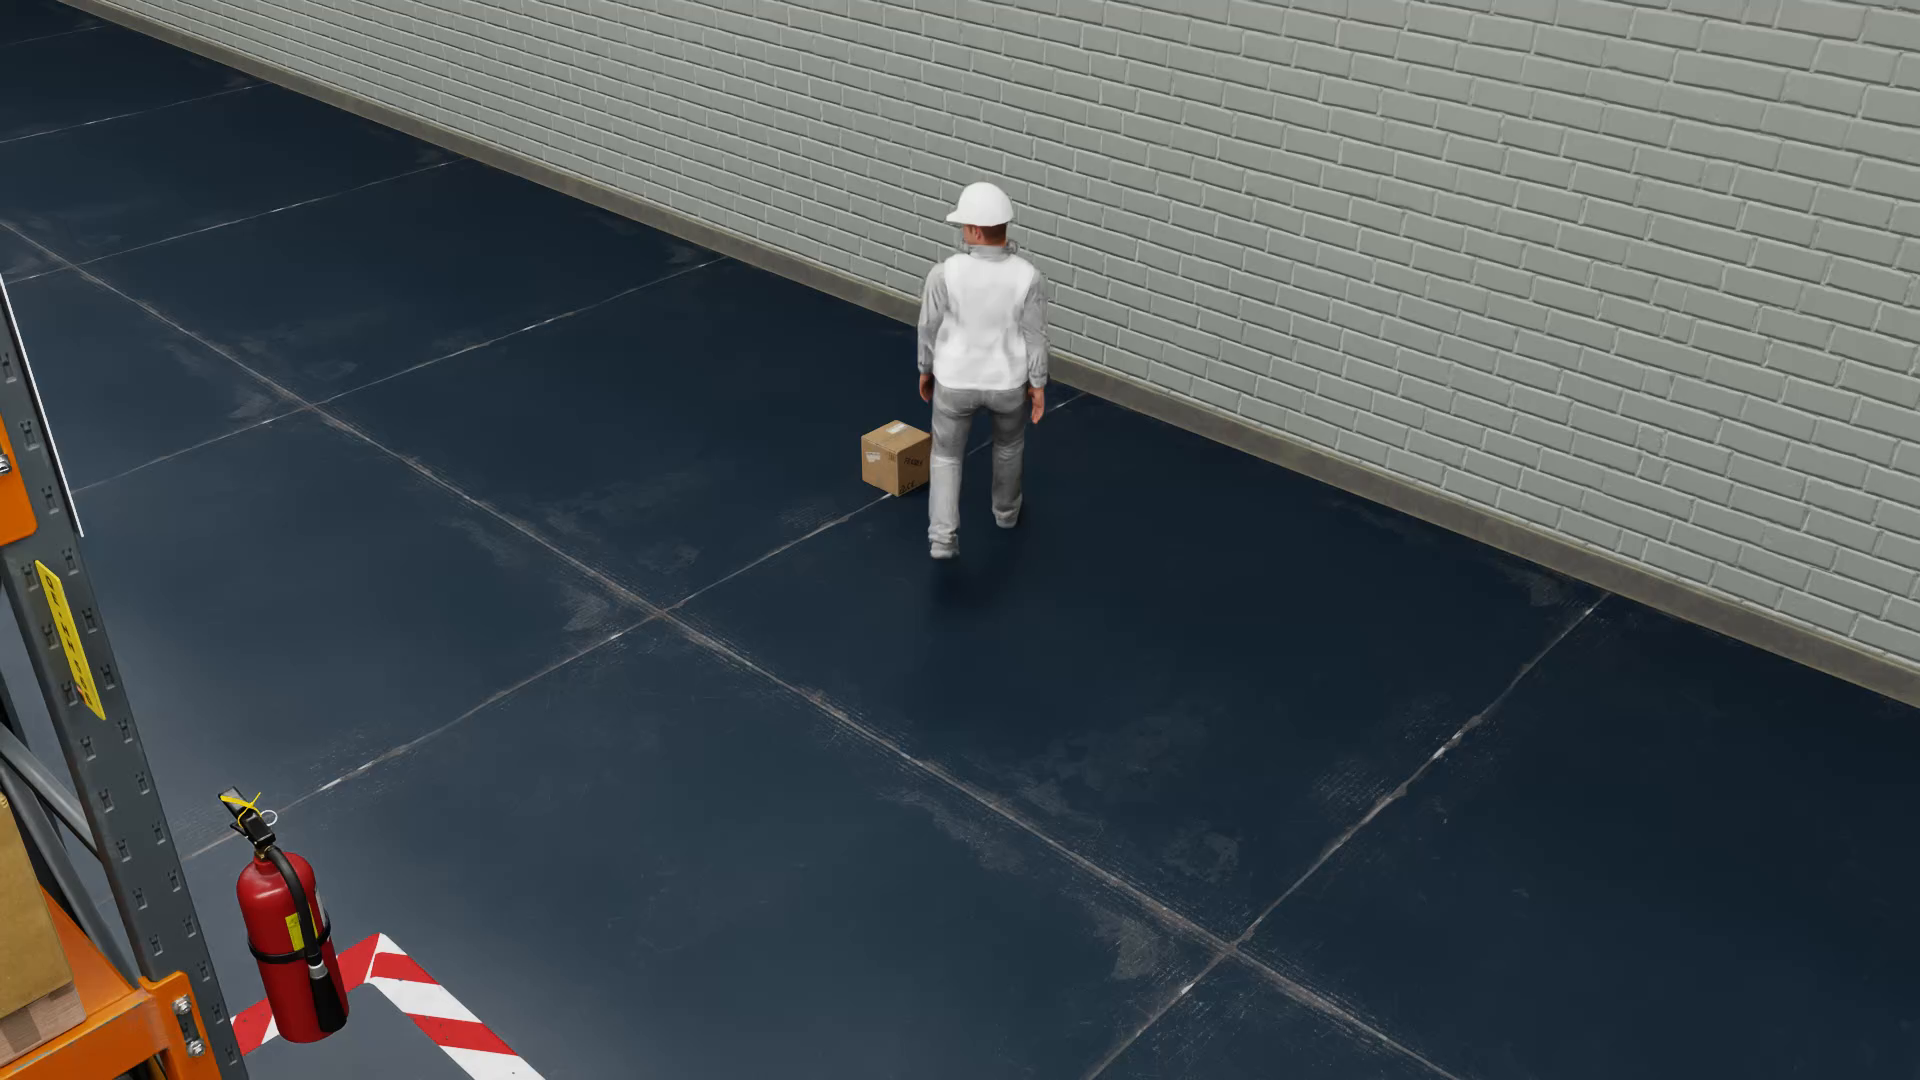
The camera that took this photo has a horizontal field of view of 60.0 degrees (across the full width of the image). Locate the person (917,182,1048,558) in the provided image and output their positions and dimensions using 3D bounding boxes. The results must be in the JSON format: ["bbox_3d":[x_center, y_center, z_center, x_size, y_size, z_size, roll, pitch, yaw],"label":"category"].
[{"bbox_3d":[0.097,-0.728,7.331,0.567,1.751,0.855,0,31,0],"label":"person"}]
